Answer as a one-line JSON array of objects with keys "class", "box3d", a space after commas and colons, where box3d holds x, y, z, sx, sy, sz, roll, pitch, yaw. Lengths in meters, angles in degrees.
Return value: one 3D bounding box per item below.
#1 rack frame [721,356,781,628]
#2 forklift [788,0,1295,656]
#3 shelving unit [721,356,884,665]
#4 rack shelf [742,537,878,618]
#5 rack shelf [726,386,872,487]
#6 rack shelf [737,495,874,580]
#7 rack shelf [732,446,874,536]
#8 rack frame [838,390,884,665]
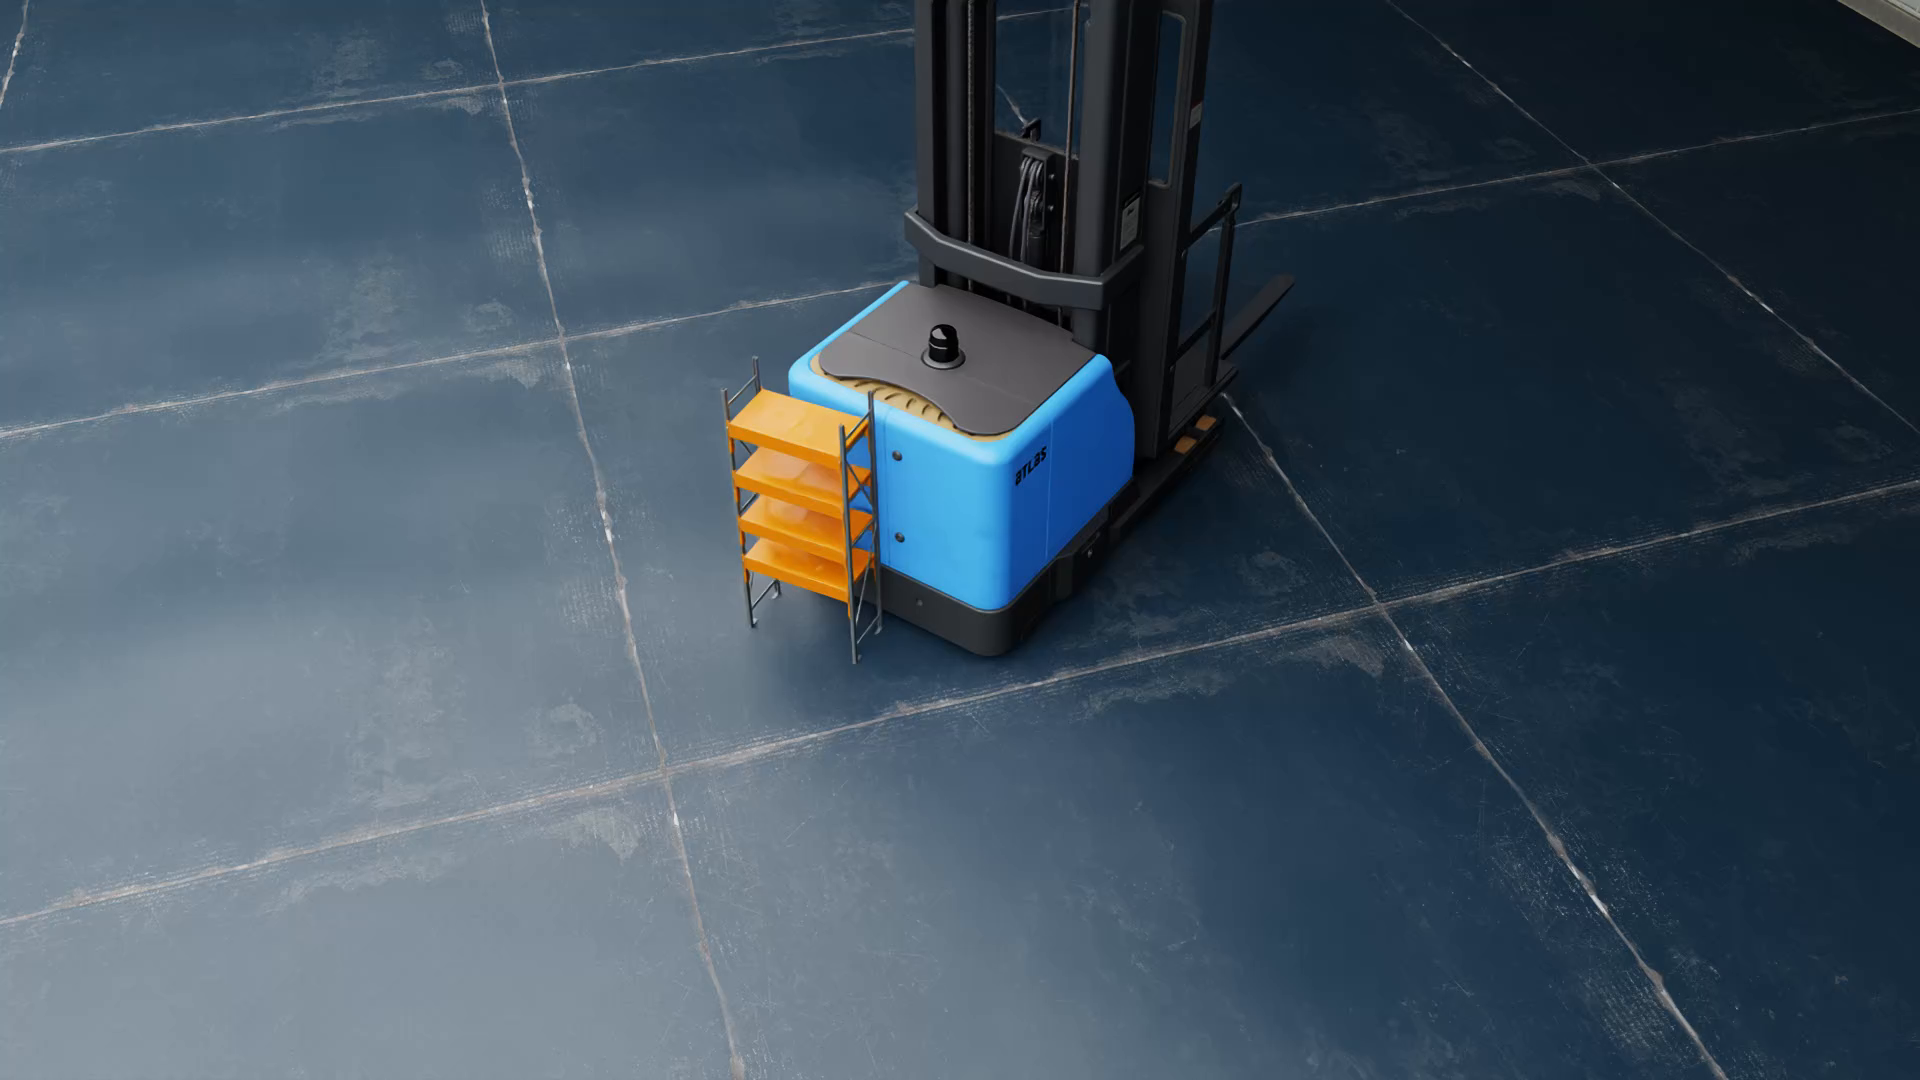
[{"class": "rack frame", "box3d": [-0.813, -0.162, 6.523, 0.015, 1.200, 0.240, 18, 44, 19]}, {"class": "forklift", "box3d": [0.570, -1.575, 6.825, 1.130, 2.935, 3.031, 24, 47, 25]}, {"class": "shelving unit", "box3d": [-0.593, -0.092, 6.444, 0.503, 1.200, 0.258, 18, 44, 19]}, {"class": "rack shelf", "box3d": [-0.593, 0.108, 6.619, 0.480, 0.148, 0.258, 18, 44, 19]}, {"class": "rack shelf", "box3d": [-0.593, -0.388, 6.185, 0.480, 0.148, 0.258, 18, 44, 19]}, {"class": "rack shelf", "box3d": [-0.593, -0.042, 6.488, 0.480, 0.148, 0.258, 18, 44, 19]}, {"class": "rack shelf", "box3d": [-0.593, -0.210, 6.341, 0.480, 0.148, 0.258, 18, 44, 19]}, {"class": "rack frame", "box3d": [-0.373, -0.023, 6.364, 0.015, 1.200, 0.240, 18, 44, 19]}]
